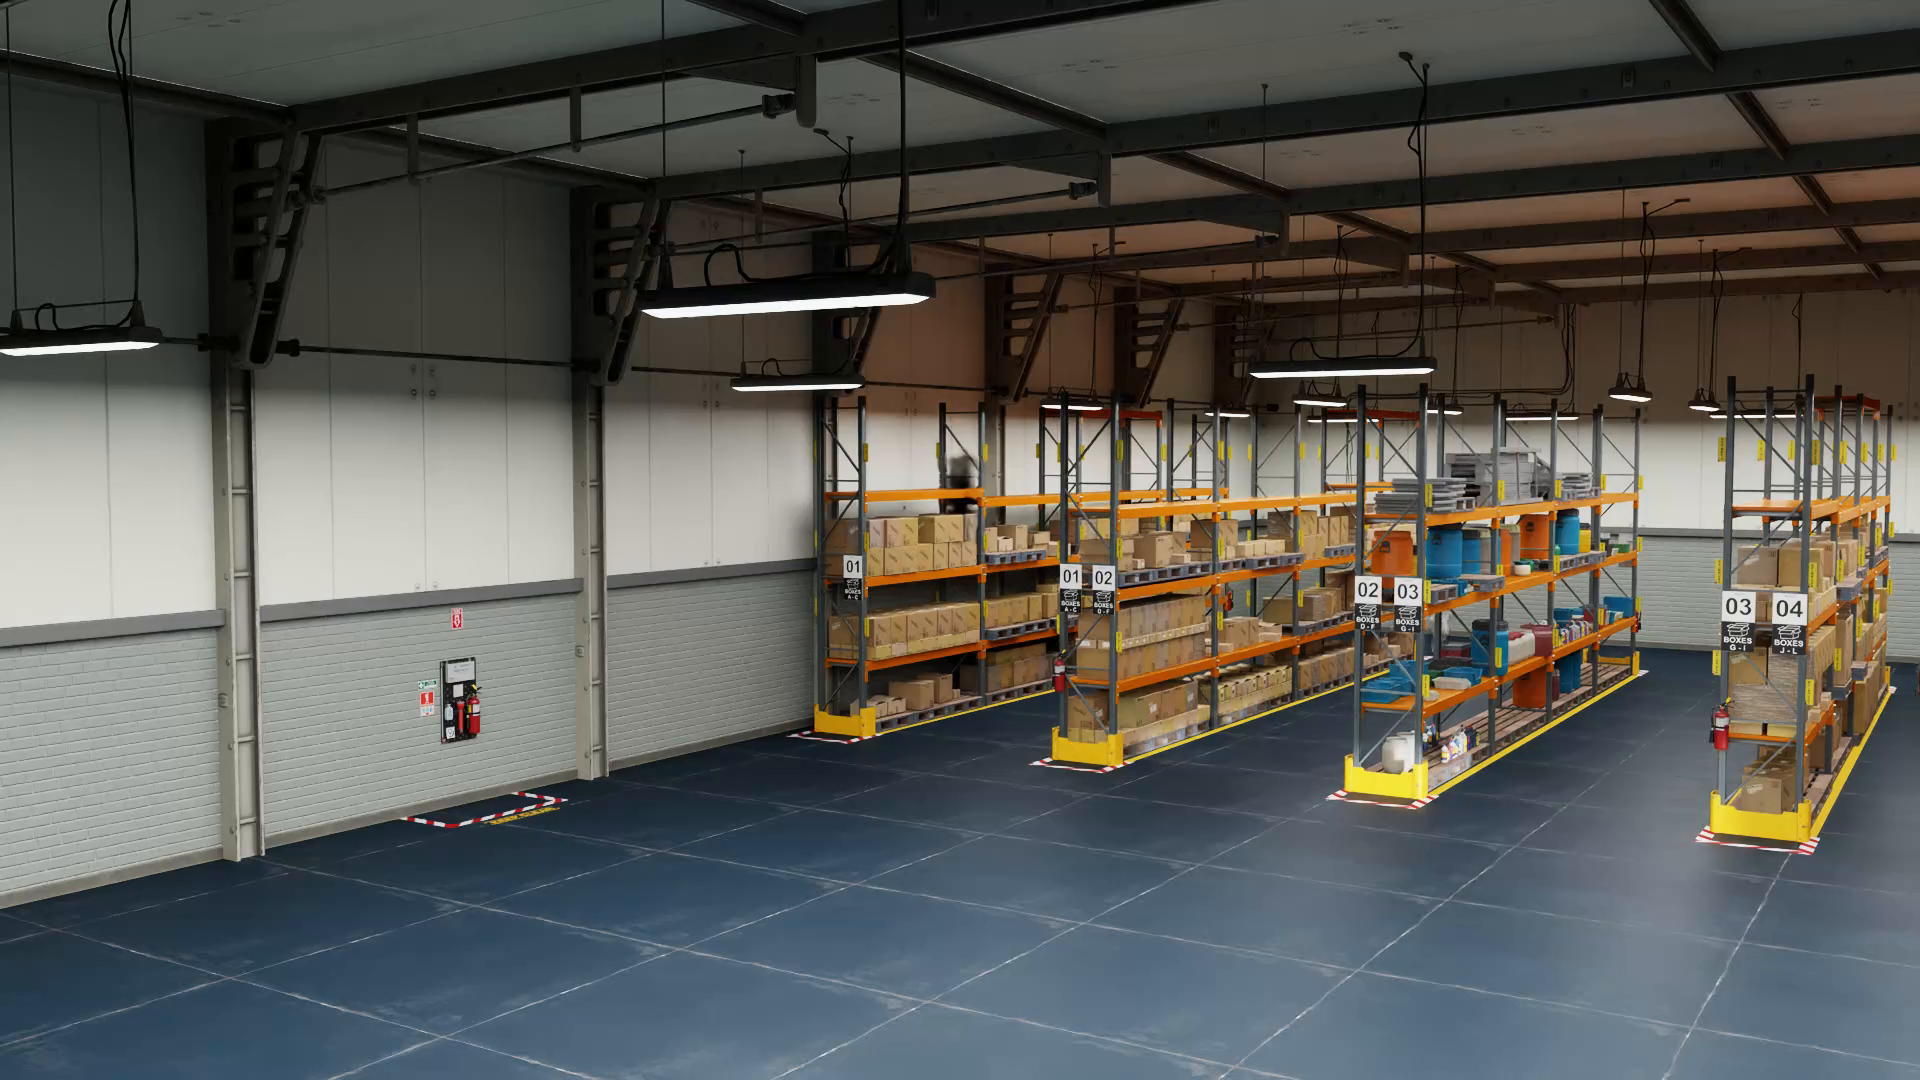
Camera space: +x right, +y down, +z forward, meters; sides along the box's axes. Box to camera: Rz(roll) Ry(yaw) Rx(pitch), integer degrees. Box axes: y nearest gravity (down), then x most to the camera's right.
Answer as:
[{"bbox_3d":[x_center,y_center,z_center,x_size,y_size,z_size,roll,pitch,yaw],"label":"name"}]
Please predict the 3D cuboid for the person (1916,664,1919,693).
[{"bbox_3d":[16.734,2.628,28.475,0.621,1.787,0.697,2,3,29],"label":"person"}]

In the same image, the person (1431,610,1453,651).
[{"bbox_3d":[11.844,2.021,41.021,0.697,1.771,0.937,0,3,0],"label":"person"}]
